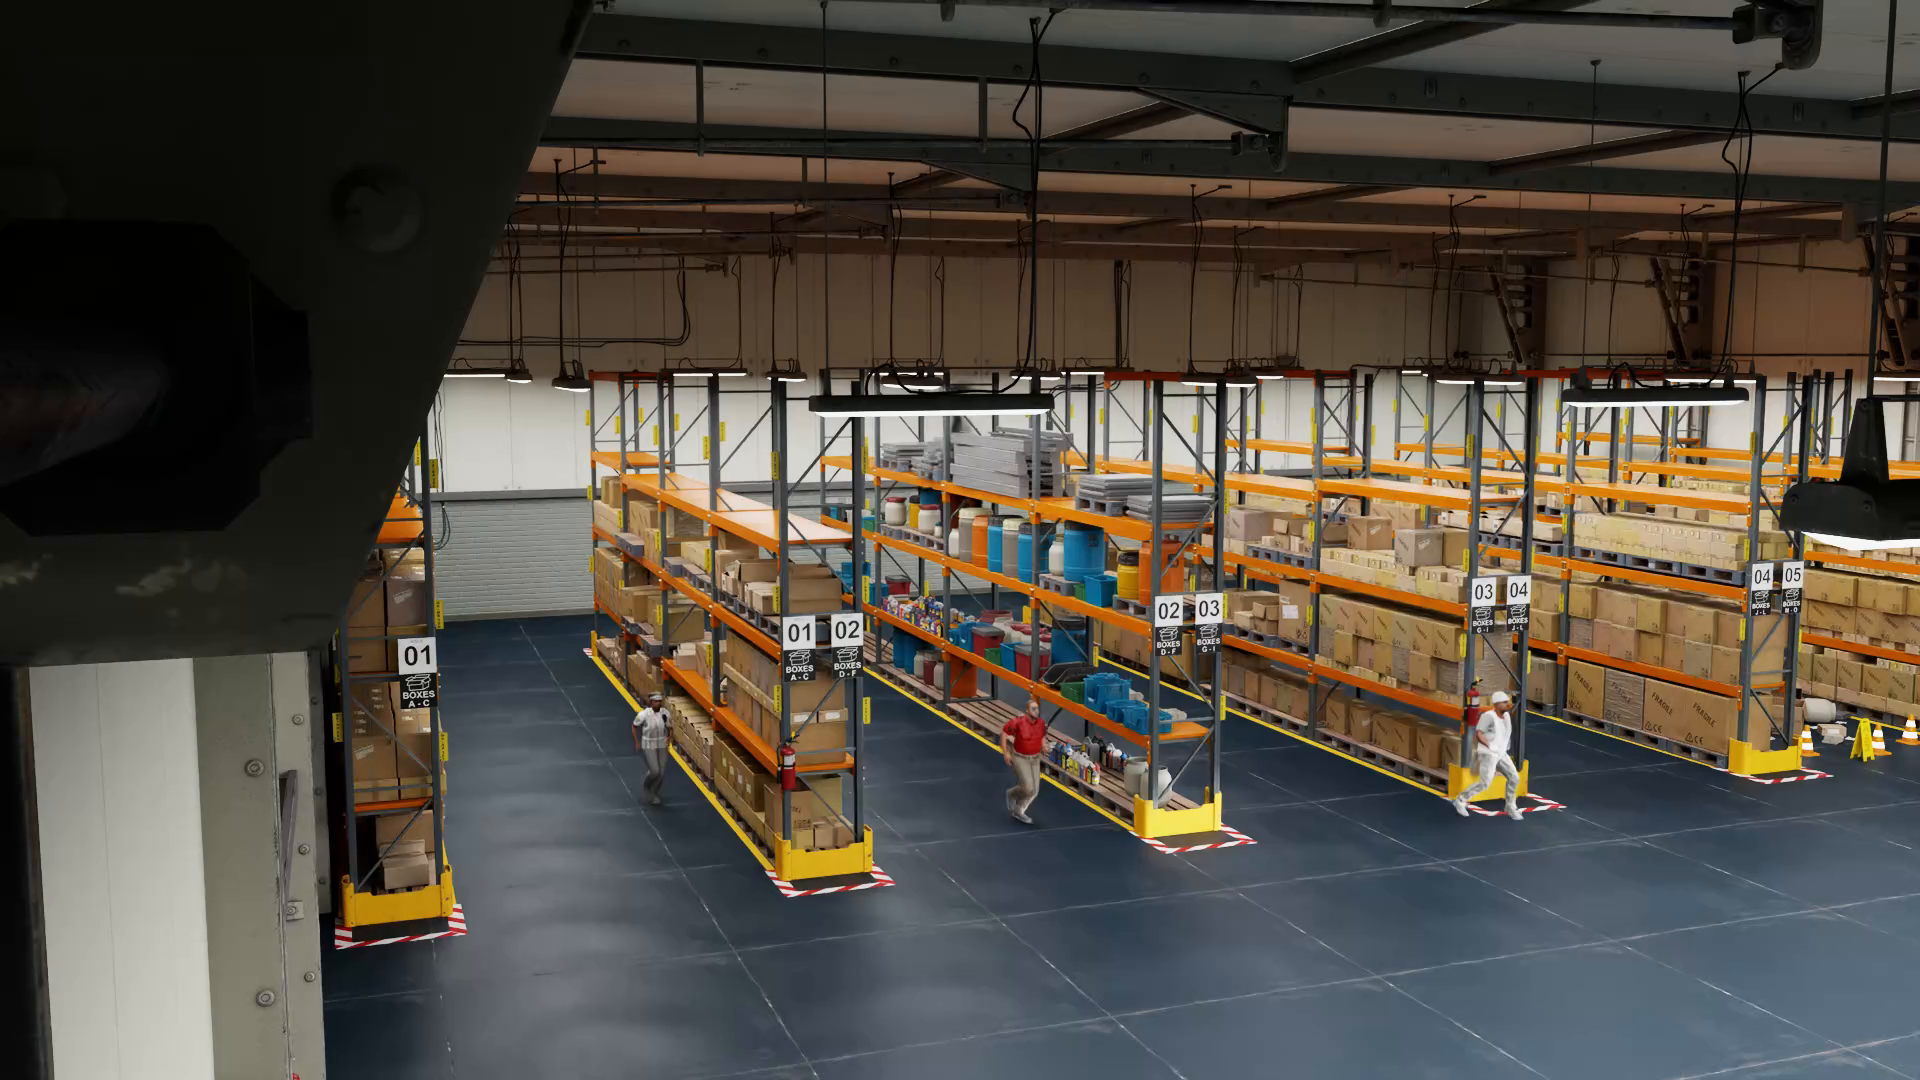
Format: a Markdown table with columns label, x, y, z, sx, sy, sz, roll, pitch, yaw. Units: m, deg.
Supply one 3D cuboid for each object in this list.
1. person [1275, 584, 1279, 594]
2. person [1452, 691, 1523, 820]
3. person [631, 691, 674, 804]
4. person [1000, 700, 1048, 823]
| label | x | y | z | sx | sy | sz | roll | pitch | yaw |
| --- | --- | --- | --- | --- | --- | --- | --- | --- | --- |
| person | 7.960 | 0.957 | 40.922 | 0.734 | 1.700 | 0.705 | 6 | 9 | 43 |
| person | 7.264 | 2.945 | 22.711 | 0.764 | 1.775 | 0.911 | 6 | 9 | 44 |
| person | -4.265 | 2.911 | 23.287 | 0.555 | 1.647 | 0.660 | -4 | 7 | -30 |
| person | 0.923 | 2.997 | 22.489 | 0.657 | 1.681 | 0.634 | -4 | 8 | -34 |
